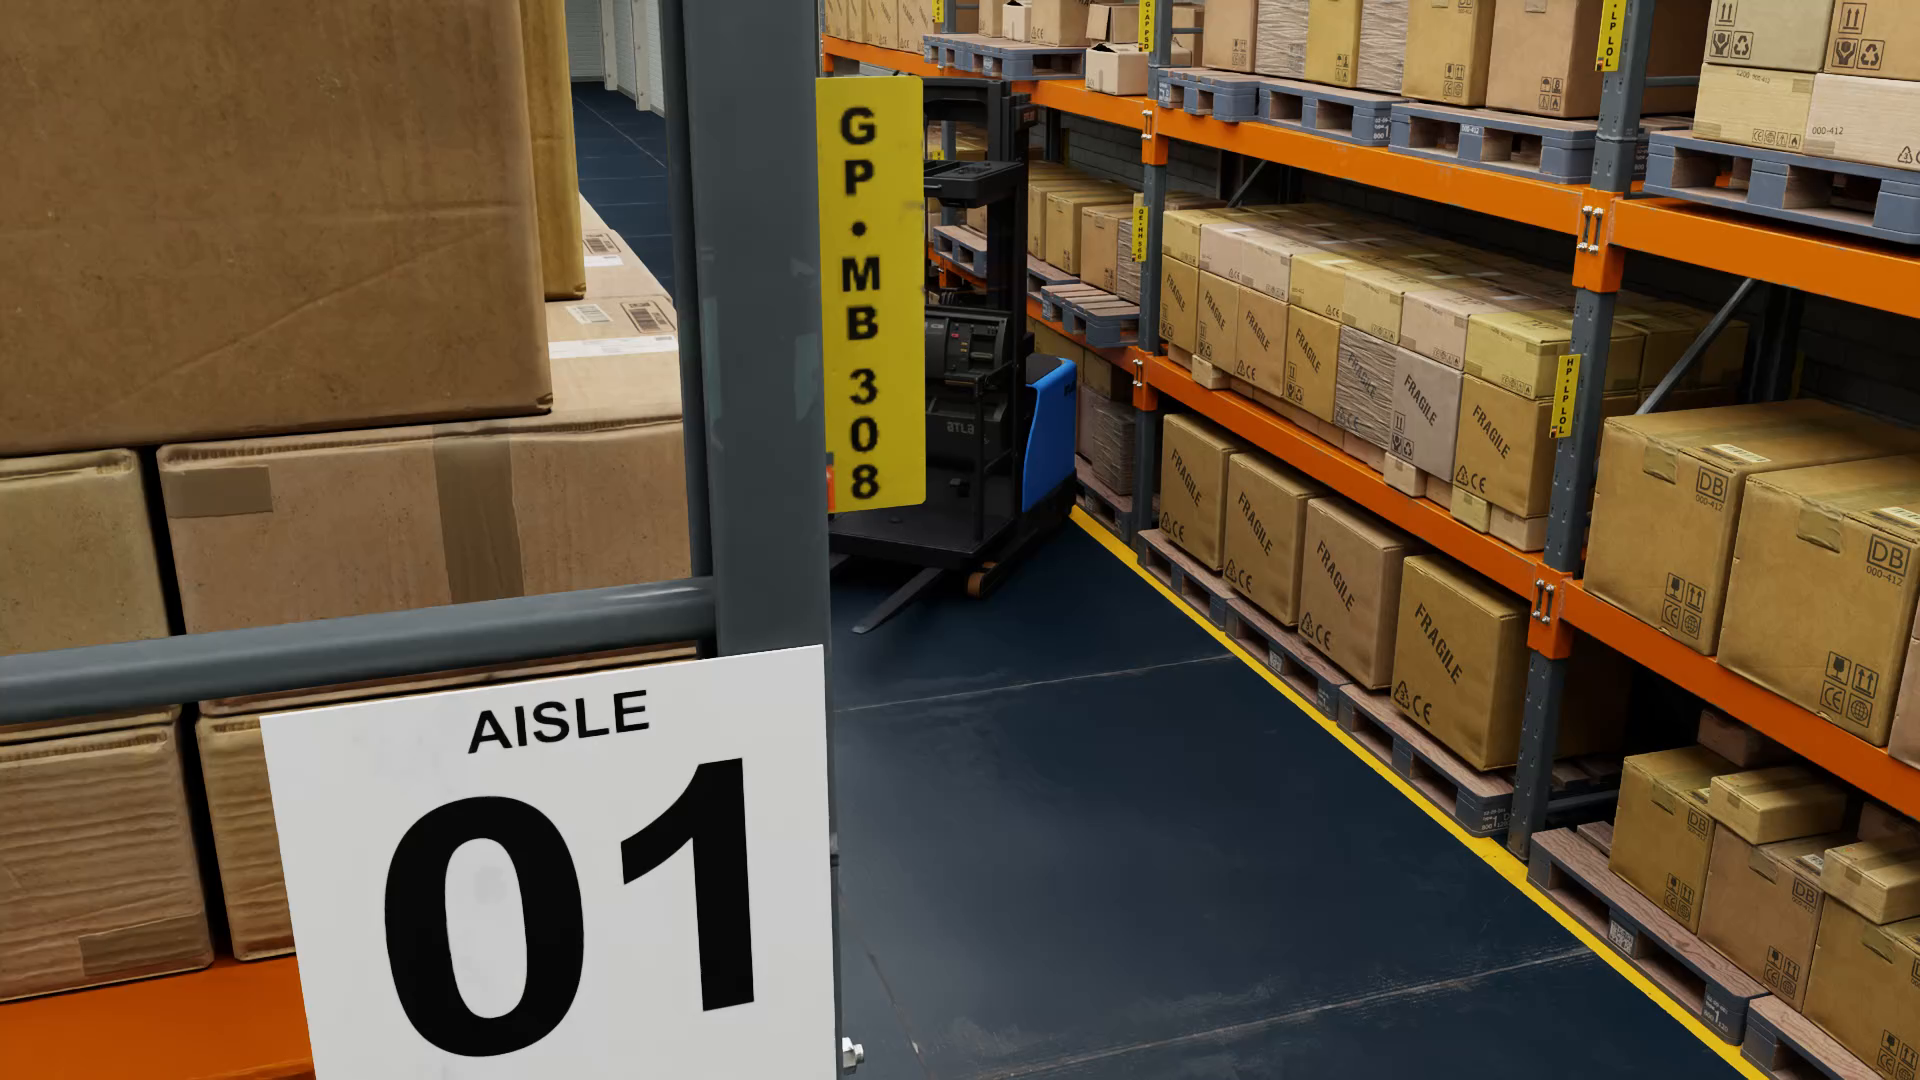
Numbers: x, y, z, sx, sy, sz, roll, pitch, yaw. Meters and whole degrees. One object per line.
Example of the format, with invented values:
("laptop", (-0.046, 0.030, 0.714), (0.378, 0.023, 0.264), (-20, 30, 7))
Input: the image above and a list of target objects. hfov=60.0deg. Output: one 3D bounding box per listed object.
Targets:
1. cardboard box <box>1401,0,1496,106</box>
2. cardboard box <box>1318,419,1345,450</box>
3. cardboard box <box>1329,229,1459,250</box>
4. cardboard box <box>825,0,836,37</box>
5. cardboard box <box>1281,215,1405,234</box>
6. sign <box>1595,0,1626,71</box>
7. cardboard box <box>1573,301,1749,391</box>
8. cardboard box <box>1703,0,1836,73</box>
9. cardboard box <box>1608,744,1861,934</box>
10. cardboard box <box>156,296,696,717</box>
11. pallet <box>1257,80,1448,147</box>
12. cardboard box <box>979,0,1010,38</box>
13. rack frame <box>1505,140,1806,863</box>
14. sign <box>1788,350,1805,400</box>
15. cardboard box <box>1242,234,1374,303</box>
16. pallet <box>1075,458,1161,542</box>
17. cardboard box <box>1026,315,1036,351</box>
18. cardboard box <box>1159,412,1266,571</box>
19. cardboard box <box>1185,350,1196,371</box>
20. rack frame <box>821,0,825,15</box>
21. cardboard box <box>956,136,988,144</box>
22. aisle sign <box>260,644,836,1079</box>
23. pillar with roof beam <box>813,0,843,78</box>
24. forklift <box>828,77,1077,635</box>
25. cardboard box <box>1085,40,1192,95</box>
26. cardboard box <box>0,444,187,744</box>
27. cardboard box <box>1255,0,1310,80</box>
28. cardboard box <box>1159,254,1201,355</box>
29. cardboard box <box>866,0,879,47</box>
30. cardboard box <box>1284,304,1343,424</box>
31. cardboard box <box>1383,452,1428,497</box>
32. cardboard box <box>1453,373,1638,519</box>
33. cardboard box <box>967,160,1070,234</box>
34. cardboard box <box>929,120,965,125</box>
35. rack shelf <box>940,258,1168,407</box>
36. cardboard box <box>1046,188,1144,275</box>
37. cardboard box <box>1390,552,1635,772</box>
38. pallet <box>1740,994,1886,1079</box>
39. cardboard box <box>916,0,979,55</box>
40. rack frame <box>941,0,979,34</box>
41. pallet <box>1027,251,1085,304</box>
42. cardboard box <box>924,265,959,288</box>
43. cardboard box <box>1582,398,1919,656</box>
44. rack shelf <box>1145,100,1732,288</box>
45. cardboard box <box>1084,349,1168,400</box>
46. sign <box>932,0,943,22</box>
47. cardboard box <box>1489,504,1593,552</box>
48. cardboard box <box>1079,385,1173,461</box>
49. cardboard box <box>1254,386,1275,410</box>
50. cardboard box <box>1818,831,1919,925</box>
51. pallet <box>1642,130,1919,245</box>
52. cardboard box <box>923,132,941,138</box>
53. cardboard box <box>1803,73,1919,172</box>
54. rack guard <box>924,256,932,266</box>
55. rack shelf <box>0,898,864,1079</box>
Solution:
("cardboard box", (2.445, -2.239, 7.478), (0.700, 0.500, 0.500), (-7, 21, -18))
("cardboard box", (2.049, -0.576, 8.426), (0.380, 0.149, 0.250), (-6, 21, -15))
("cardboard box", (2.303, -1.491, 8.904), (0.500, 0.250, 0.500), (-7, 21, -19))
("cardboard box", (-1.050, -5.293, 16.601), (0.500, 0.500, 0.500), (-6, 21, -16))
("cardboard box", (2.145, -1.656, 9.364), (0.500, 0.250, 0.500), (-7, 21, -19))
("sign", (2.342, -1.850, 5.963), (0.100, 0.325, 0.005), (-6, 21, -17))
("cardboard box", (2.957, -0.833, 7.070), (0.500, 0.250, 0.500), (-6, 21, -16))
("cardboard box", (2.812, -1.788, 5.363), (0.500, 0.500, 0.500), (-7, 21, -18))
("cardboard box", (2.992, 1.122, 6.432), (0.700, 0.500, 0.500), (-6, 21, -17))
("cardboard box", (-0.505, -0.066, 1.707), (0.500, 0.250, 0.500), (-6, 21, -17))
("pallet", (2.204, -2.155, 8.320), (1.003, 0.211, 1.213), (-5, 20, -15))
("cardboard box", (0.435, -4.148, 12.820), (0.500, 0.500, 0.500), (-3, 20, -9))
("rack frame", (2.854, -0.108, 6.779), (1.000, 3.000, 0.127), (-6, 21, -17))
("sign", (3.380, -0.612, 6.785), (0.100, 0.325, 0.005), (-6, 21, -17))
("cardboard box", (1.825, -1.435, 8.748), (0.500, 0.250, 0.500), (-6, 21, -17))
("pallet", (1.353, -0.330, 11.523), (1.003, 0.211, 1.213), (-6, 21, -17))
("cardboard box", (0.728, -1.683, 13.103), (0.500, 0.250, 0.500), (-7, 21, -18))
("cardboard box", (1.703, -0.327, 9.950), (0.750, 0.750, 0.750), (-7, 21, -18))
("cardboard box", (1.551, -1.071, 9.802), (0.380, 0.149, 0.250), (-6, 21, -16))
("rack frame", (-0.918, -6.782, 16.487), (1.000, 3.000, 0.127), (-6, 21, -17))
("cardboard box", (0.231, -3.306, 14.767), (0.500, 0.500, 0.500), (-7, 21, -18))
("aisle sign", (-0.290, 0.471, 1.323), (0.394, 0.787, 0.004), (-6, 21, -17))
("pillar with roof beam", (-5.849, -8.117, 20.204), (9.100, 9.000, 0.400), (-6, 21, -17))
("forklift", (-0.241, -1.186, 9.881), (1.130, 2.935, 3.031), (8, 21, 21))
("cardboard box", (1.114, -2.973, 10.421), (0.500, 0.311, 0.500), (-6, 21, -17))
("cardboard box", (-0.994, -0.011, 1.554), (0.500, 0.250, 0.500), (-6, 21, -17))
("cardboard box", (2.020, -2.743, 8.881), (0.700, 0.500, 0.500), (-8, 21, -20))
("cardboard box", (1.507, -1.405, 9.773), (0.500, 0.500, 0.500), (-6, 21, -16))
("cardboard box", (-0.559, -4.781, 15.175), (0.500, 0.500, 0.500), (-5, 20, -14))
("cardboard box", (1.988, -0.910, 8.396), (0.500, 0.500, 0.500), (-6, 21, -16))
("cardboard box", (2.200, -0.322, 7.719), (0.380, 0.149, 0.250), (-6, 21, -17))
("cardboard box", (2.470, -0.426, 7.047), (0.500, 0.500, 0.500), (-7, 21, -18))
("cardboard box", (0.467, -2.762, 13.371), (0.700, 0.500, 0.500), (-6, 21, -17))
("cardboard box", (-0.252, -3.794, 16.124), (0.500, 0.500, 0.500), (-7, 21, -19))
("rack shelf", (0.968, -1.695, 12.262), (1.077, 0.370, 4.000), (-6, 21, -17))
("cardboard box", (1.027, -2.193, 11.785), (0.700, 0.500, 0.500), (-6, 21, -17))
("cardboard box", (2.526, 0.511, 7.614), (0.750, 0.750, 0.750), (-6, 21, -17))
("pallet", (3.406, 1.849, 5.456), (1.003, 0.211, 1.213), (-6, 21, -17))
("cardboard box", (-0.055, -4.280, 13.780), (0.500, 0.500, 0.500), (-6, 21, -16))
("rack frame", (0.340, -5.498, 12.913), (1.000, 3.000, 0.127), (-6, 21, -17))
("pallet", (0.936, -1.932, 12.142), (1.003, 0.211, 1.213), (-6, 21, -17))
("cardboard box", (-0.423, -2.334, 16.024), (0.700, 0.500, 0.500), (-8, 21, -21))
("cardboard box", (3.009, -0.073, 6.239), (0.980, 0.700, 0.700), (-6, 21, -16))
("rack shelf", (2.225, -1.823, 8.181), (1.077, 0.370, 4.000), (-6, 21, -17))
("cardboard box", (1.201, -1.190, 11.730), (0.500, 0.250, 0.500), (-6, 21, -16))
("sign", (-0.173, -4.270, 13.165), (0.100, 0.325, 0.005), (-6, 21, -17))
("cardboard box", (2.479, -0.077, 7.037), (0.380, 0.149, 0.250), (-6, 21, -17))
("cardboard box", (1.269, -0.825, 11.824), (0.700, 0.500, 0.500), (-6, 21, -17))
("cardboard box", (1.840, -0.826, 9.122), (0.380, 0.149, 0.250), (-6, 21, -16))
("cardboard box", (3.090, 1.113, 5.497), (0.380, 0.149, 0.250), (-7, 21, -19))
("pallet", (3.101, -1.214, 5.553), (1.003, 0.211, 1.213), (-6, 21, -17))
("cardboard box", (-0.413, -3.408, 15.050), (0.500, 0.500, 0.500), (-7, 21, -19))
("cardboard box", (2.968, -1.279, 5.055), (0.500, 0.250, 0.500), (-7, 21, -18))
("rack guard", (-0.894, -2.758, 17.855), (1.175, 0.500, 0.348), (-6, 21, -17))
("rack shelf", (-1.219, -0.012, 3.138), (1.077, 0.370, 4.000), (-6, 21, -17))
